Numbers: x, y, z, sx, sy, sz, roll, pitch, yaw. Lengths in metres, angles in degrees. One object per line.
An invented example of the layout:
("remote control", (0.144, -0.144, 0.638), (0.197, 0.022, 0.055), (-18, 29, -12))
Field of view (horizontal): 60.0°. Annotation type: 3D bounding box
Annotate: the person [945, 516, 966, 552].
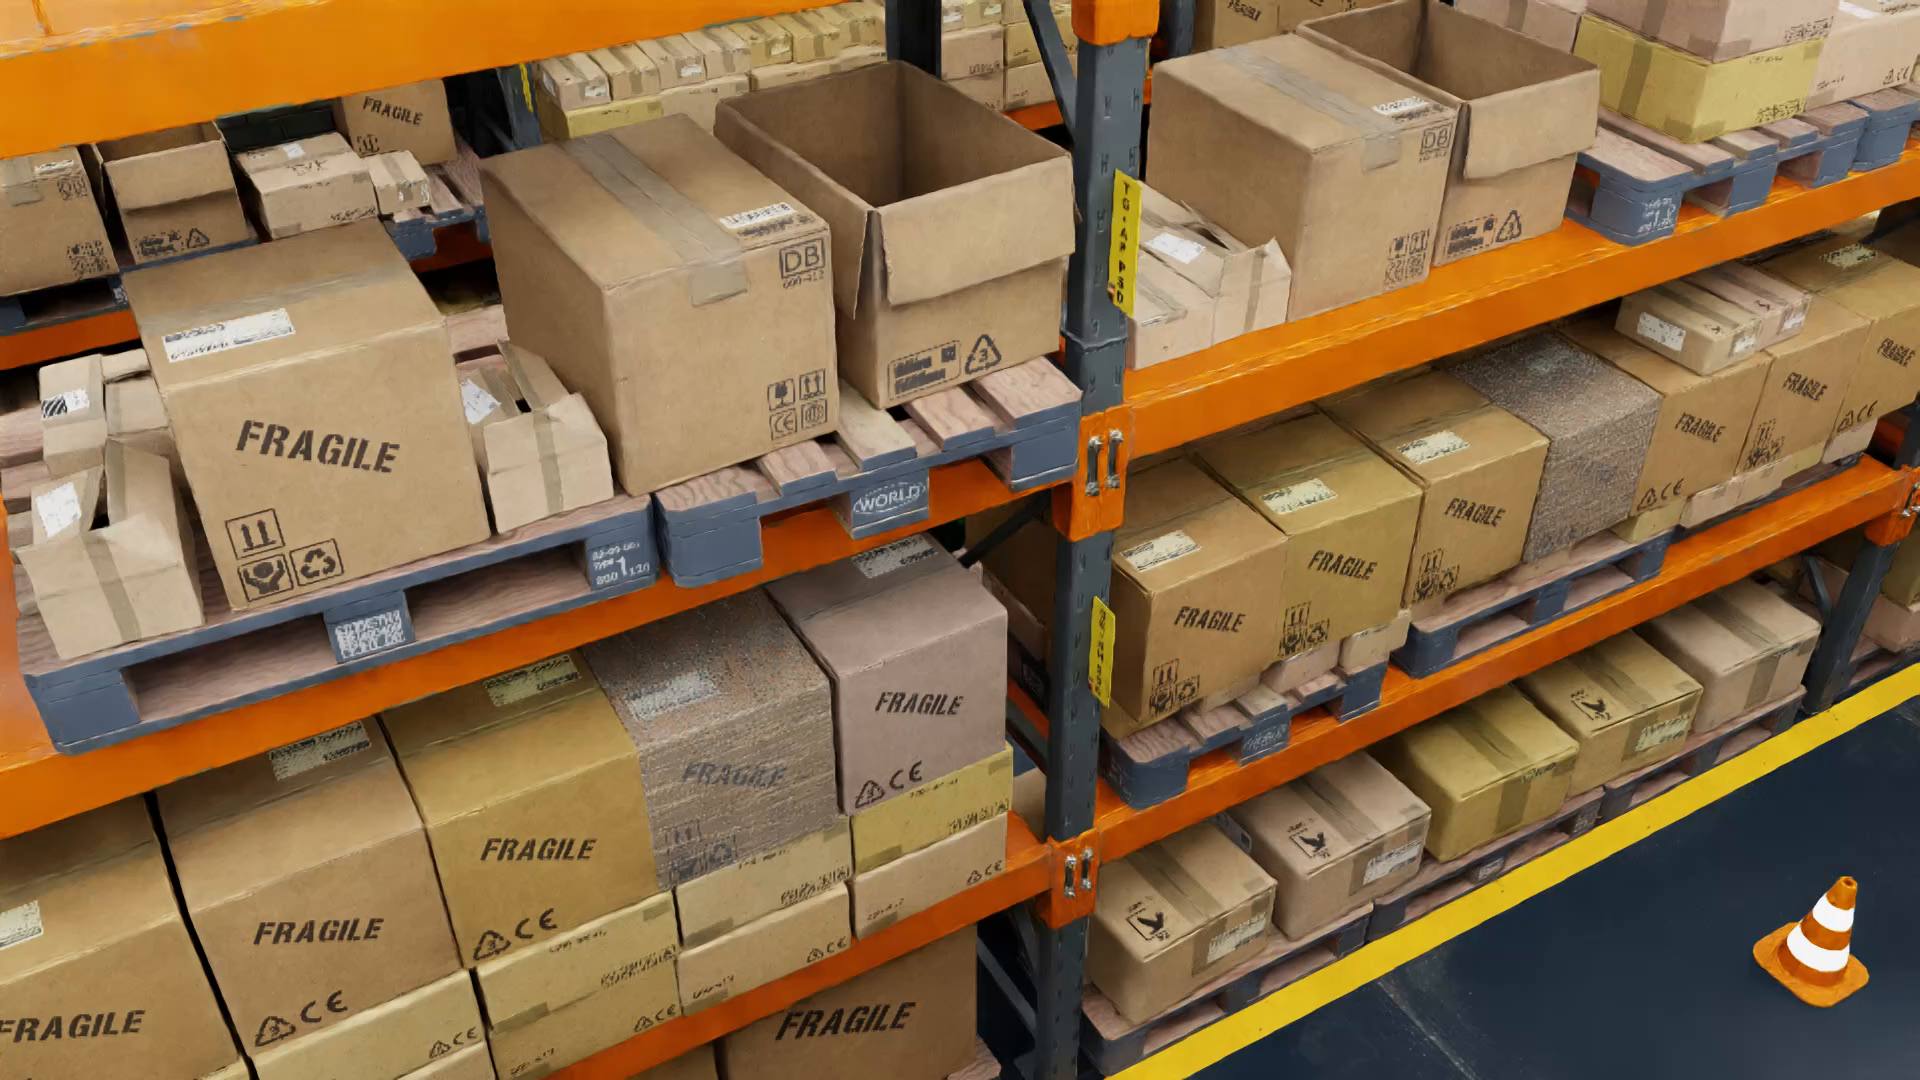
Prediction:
("person", (0.075, -0.228, 7.183), (0.673, 1.780, 0.438), (29, 45, 33))
